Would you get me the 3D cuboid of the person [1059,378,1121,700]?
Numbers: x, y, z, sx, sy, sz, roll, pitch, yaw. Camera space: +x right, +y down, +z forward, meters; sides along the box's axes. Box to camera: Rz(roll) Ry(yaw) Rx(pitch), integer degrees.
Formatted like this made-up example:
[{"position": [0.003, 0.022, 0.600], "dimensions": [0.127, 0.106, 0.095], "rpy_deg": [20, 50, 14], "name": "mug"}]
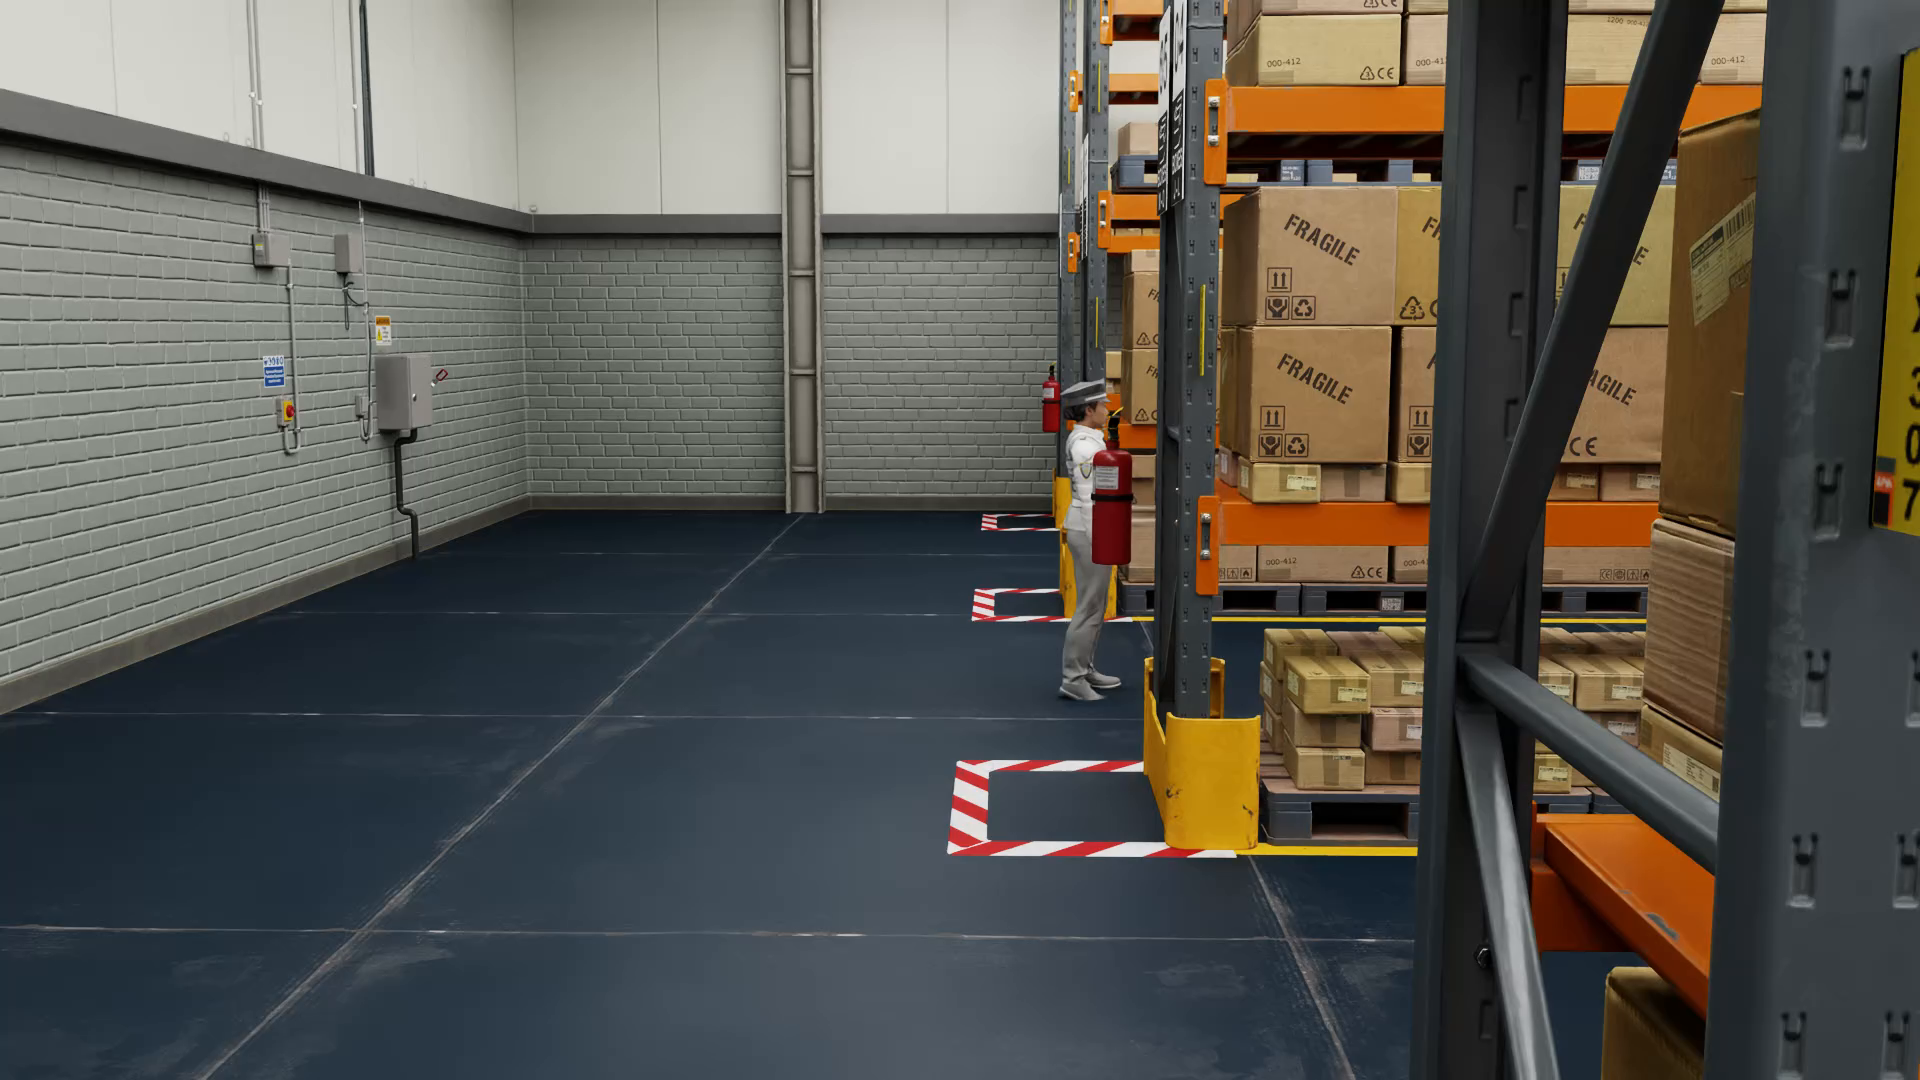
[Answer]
[{"position": [0.698, 0.004, 8.844], "dimensions": [0.347, 1.723, 0.468], "rpy_deg": [0, 7, 3], "name": "person"}]
